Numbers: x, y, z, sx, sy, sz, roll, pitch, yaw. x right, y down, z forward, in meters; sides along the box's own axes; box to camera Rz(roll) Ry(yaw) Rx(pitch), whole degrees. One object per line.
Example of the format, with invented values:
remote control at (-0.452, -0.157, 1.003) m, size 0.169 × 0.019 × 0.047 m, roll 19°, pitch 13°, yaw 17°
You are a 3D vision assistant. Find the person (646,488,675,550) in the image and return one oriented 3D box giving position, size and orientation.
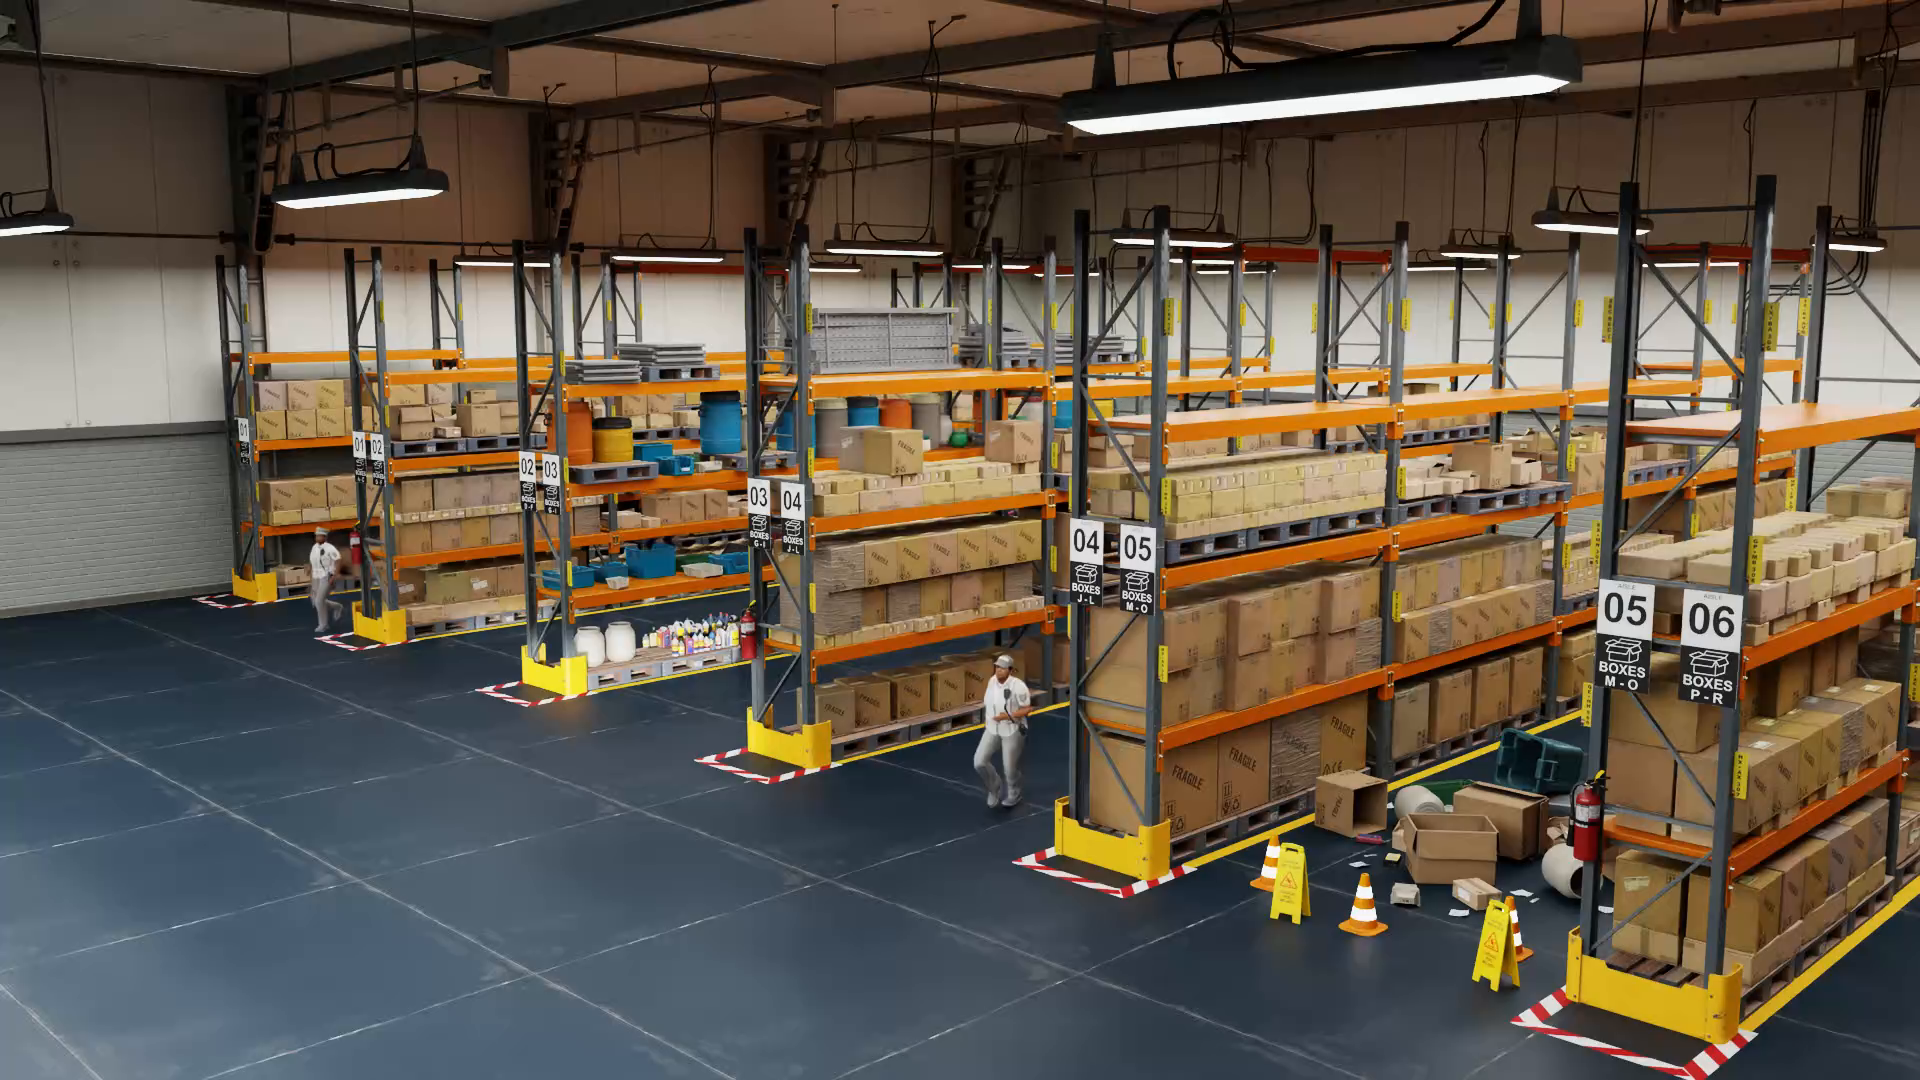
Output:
person at (-5.846, -0.248, 32.561) m, size 0.577 × 1.713 × 0.732 m, roll 4°, pitch 9°, yaw 28°

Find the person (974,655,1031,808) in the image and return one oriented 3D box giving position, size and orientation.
person at (0.456, 1.959, 16.958) m, size 0.597 × 1.626 × 0.667 m, roll 5°, pitch 9°, yaw 31°

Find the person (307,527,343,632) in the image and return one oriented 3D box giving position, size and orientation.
person at (-10.115, 0.608, 26.526) m, size 0.614 × 1.677 × 0.598 m, roll 5°, pitch 9°, yaw 31°

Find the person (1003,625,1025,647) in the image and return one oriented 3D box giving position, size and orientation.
person at (0.833, 0.697, 23.982) m, size 0.582 × 1.631 × 0.577 m, roll 7°, pitch 11°, yaw 41°
